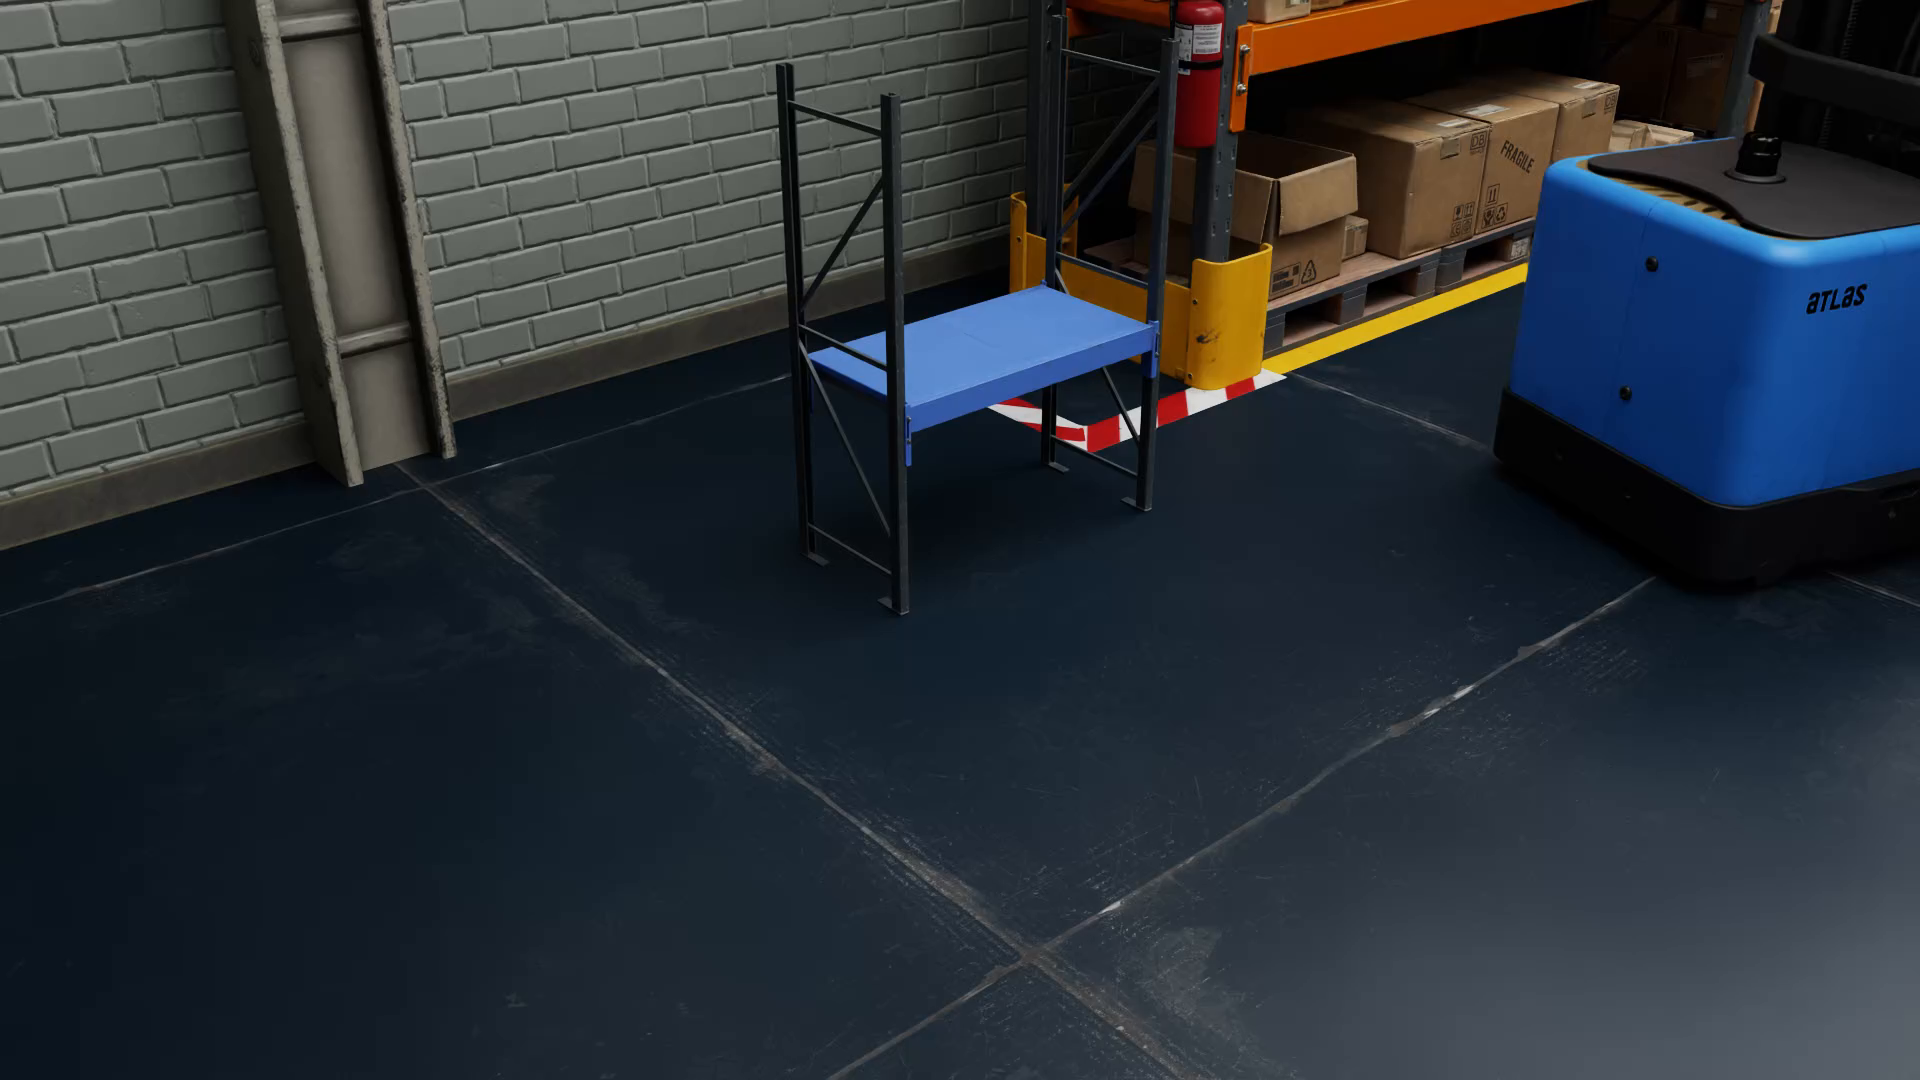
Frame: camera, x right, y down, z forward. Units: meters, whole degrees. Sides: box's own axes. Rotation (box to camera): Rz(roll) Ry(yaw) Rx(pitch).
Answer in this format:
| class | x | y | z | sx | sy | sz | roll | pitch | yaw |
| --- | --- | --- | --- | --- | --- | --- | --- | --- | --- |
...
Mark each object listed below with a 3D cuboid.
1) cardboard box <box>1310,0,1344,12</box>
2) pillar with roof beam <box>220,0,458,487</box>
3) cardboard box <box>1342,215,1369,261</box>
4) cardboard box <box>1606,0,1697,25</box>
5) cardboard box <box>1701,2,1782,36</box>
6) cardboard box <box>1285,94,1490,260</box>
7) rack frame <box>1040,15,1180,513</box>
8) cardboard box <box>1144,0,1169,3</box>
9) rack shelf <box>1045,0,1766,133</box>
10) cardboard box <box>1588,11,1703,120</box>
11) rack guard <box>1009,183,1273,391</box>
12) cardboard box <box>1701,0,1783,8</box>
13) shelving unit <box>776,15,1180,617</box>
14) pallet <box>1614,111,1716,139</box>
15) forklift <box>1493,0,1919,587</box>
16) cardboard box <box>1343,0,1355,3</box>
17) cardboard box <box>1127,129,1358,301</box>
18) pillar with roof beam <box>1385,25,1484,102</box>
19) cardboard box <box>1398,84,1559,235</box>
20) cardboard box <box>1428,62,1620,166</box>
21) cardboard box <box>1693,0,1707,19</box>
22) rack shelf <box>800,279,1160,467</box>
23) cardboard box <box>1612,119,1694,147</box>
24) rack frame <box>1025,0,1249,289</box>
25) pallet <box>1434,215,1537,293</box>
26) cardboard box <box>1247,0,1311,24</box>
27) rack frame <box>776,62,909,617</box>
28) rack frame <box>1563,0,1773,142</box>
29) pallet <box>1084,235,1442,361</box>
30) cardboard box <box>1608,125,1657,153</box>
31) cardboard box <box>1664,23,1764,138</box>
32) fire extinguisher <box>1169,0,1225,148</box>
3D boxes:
| class | x | y | z | sx | sy | sz | roll | pitch | yaw |
| --- | --- | --- | --- | --- | --- | --- | --- | --- | --- |
| cardboard box | 1.225 | -2.102 | 6.267 | 0.250 | 0.149 | 0.380 | -21 | 35 | -34 |
| pillar with roof beam | 0.792 | -2.717 | 0.786 | 0.400 | 9.000 | 9.100 | -22 | 35 | -35 |
| cardboard box | 1.509 | -1.313 | 7.103 | 0.250 | 0.149 | 0.380 | -24 | 36 | -37 |
| cardboard box | 3.770 | -2.924 | 9.058 | 0.250 | 0.149 | 0.380 | -24 | 36 | -37 |
| cardboard box | 4.122 | -2.723 | 8.681 | 0.250 | 0.149 | 0.380 | -20 | 34 | -33 |
| cardboard box | 1.836 | -1.599 | 7.267 | 0.500 | 0.500 | 0.700 | -20 | 34 | -33 |
| rack frame | 0.452 | -0.843 | 5.236 | 0.032 | 1.500 | 0.500 | -22 | 35 | -35 |
| cardboard box | 0.712 | -2.203 | 6.456 | 0.250 | 0.149 | 0.380 | -22 | 35 | -35 |
| rack shelf | 2.155 | -2.410 | 7.341 | 4.000 | 0.370 | 1.077 | -22 | 35 | -35 |
| cardboard box | 3.858 | -2.679 | 9.286 | 0.500 | 0.500 | 0.500 | -22 | 35 | -35 |
| rack guard | 0.692 | -1.037 | 6.659 | 0.348 | 0.500 | 1.175 | -22 | 35 | -35 |
| cardboard box | 4.083 | -2.876 | 8.651 | 0.250 | 0.149 | 0.380 | -23 | 35 | -36 |
| shelving unit | 0.065 | -0.688 | 4.945 | 1.048 | 1.500 | 0.538 | -22 | 35 | -35 |
| pallet | 4.271 | -2.372 | 9.465 | 1.213 | 0.211 | 1.003 | -22 | 35 | -35 |
| forklift | 3.378 | -1.593 | 5.121 | 3.031 | 2.935 | 1.130 | -11 | 30 | -20 |
| cardboard box | 1.403 | -2.195 | 6.441 | 0.250 | 0.149 | 0.380 | -22 | 35 | -36 |
| cardboard box | 1.161 | -1.353 | 6.803 | 0.637 | 0.503 | 0.797 | -24 | 36 | -37 |
| pillar with roof beam | 5.356 | -4.552 | 4.220 | 0.400 | 9.000 | 9.100 | -22 | 35 | -35 |
| cardboard box | 2.303 | -1.725 | 7.502 | 0.500 | 0.500 | 0.500 | -21 | 35 | -34 |
| cardboard box | 2.626 | -1.917 | 7.861 | 0.500 | 0.500 | 0.700 | -23 | 36 | -37 |
| cardboard box | 3.966 | -3.007 | 9.212 | 0.250 | 0.149 | 0.380 | -22 | 35 | -35 |
| rack shelf | 0.065 | -0.529 | 5.030 | 1.000 | 0.185 | 0.538 | -22 | 35 | -35 |
| cardboard box | 3.444 | -1.992 | 8.374 | 0.250 | 0.149 | 0.380 | -23 | 36 | -36 |
| rack frame | 0.634 | -2.116 | 6.027 | 0.127 | 3.000 | 1.000 | -22 | 35 | -35 |
| pallet | 2.225 | -1.525 | 7.879 | 1.213 | 0.211 | 1.003 | -22 | 35 | -35 |
| cardboard box | 1.062 | -2.007 | 6.090 | 0.250 | 0.149 | 0.380 | -22 | 35 | -35 |
| rack frame | -0.322 | -0.532 | 4.654 | 0.032 | 1.500 | 0.500 | -22 | 35 | -35 |
| rack frame | 3.677 | -3.340 | 8.317 | 0.127 | 3.000 | 1.000 | -22 | 35 | -35 |
| pallet | 1.298 | -1.153 | 7.185 | 1.213 | 0.211 | 1.003 | -22 | 35 | -35 |
| cardboard box | 3.172 | -1.934 | 8.142 | 0.258 | 0.266 | 0.396 | -20 | 34 | -33 |
| cardboard box | 4.191 | -2.490 | 8.933 | 0.500 | 0.500 | 0.500 | -20 | 34 | -33 |
| fire extinguisher | 0.822 | -1.707 | 5.739 | 0.183 | 0.674 | 0.296 | -22 | 35 | -35 |
